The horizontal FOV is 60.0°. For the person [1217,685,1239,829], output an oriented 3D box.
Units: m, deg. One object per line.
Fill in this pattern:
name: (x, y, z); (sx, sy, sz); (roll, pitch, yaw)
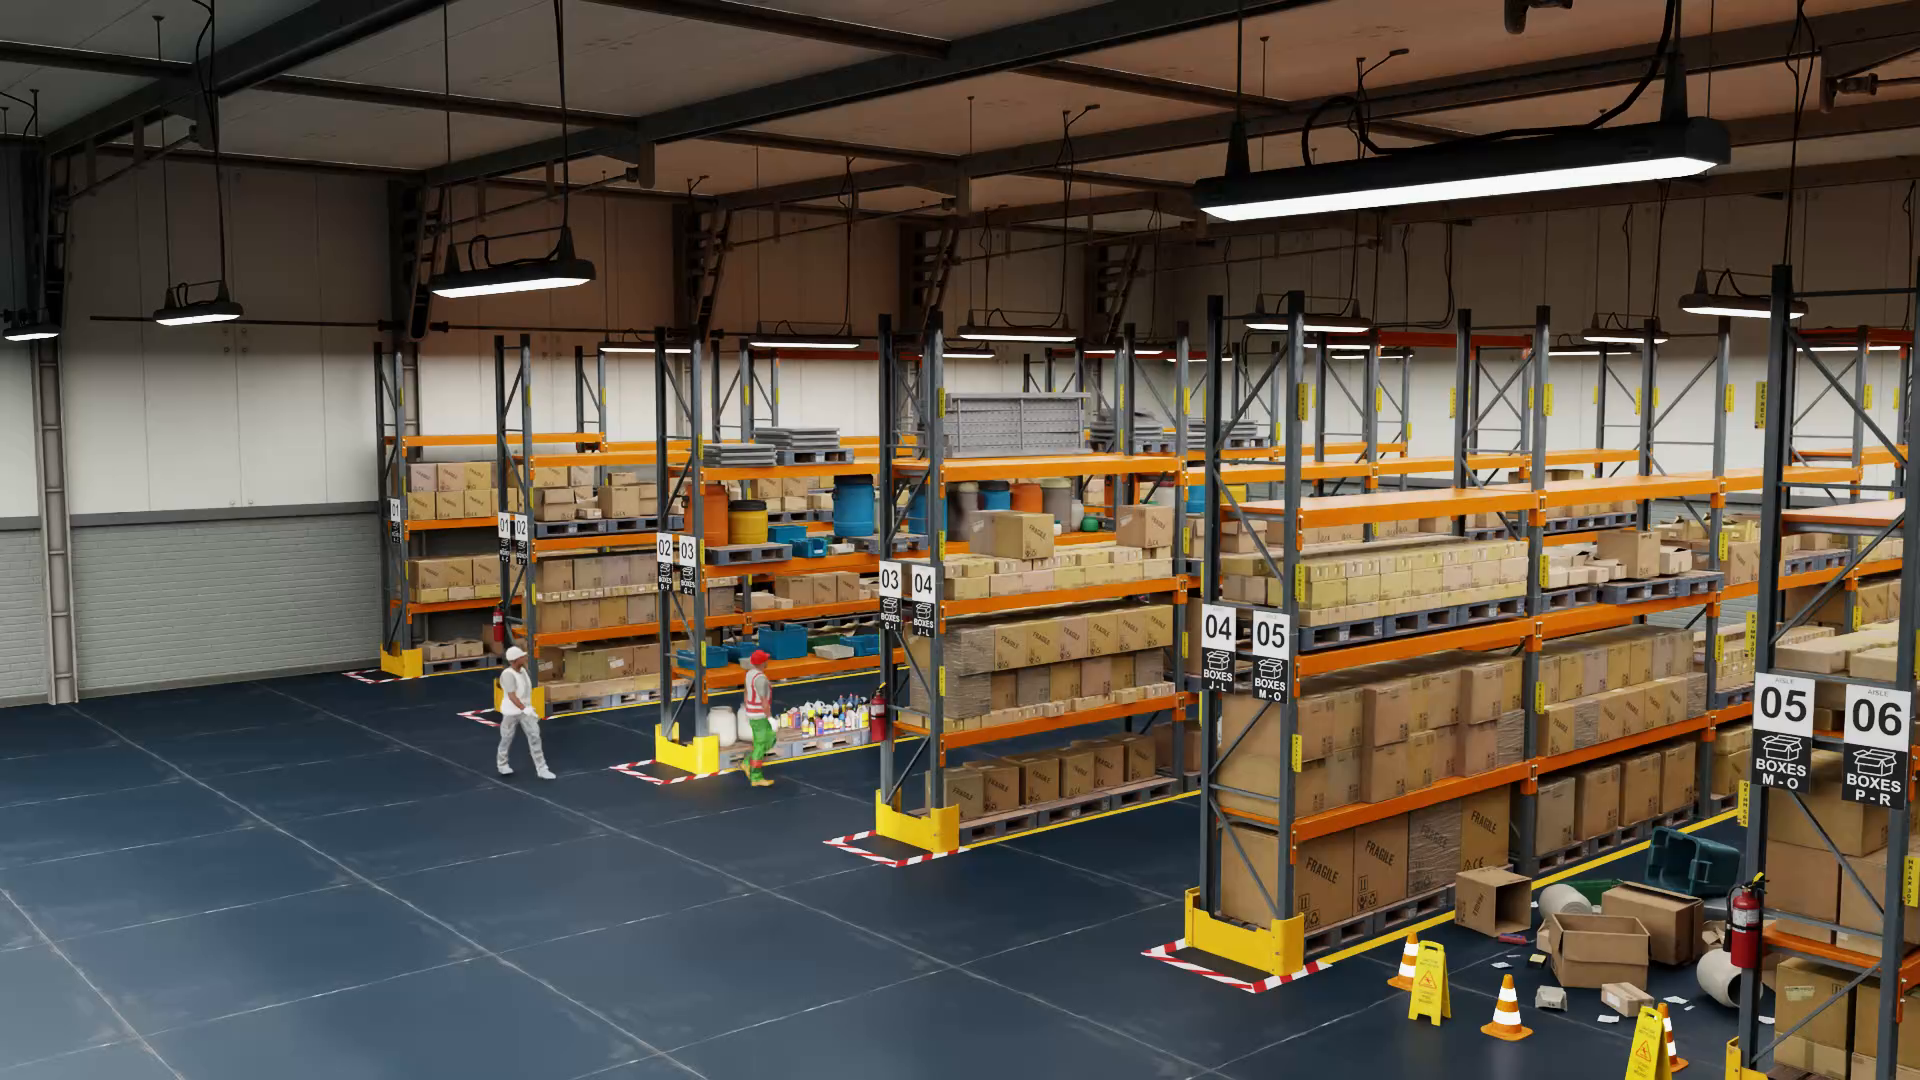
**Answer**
person: (3.124, 2.548, 19.588); (0.422, 1.706, 0.567); (2, 6, 22)

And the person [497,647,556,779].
person: (-5.789, 2.270, 21.882); (1.002, 1.731, 0.489); (5, 7, 44)

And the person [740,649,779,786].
person: (-2.613, 2.299, 21.591); (0.511, 1.778, 0.546); (-1, 5, -8)
